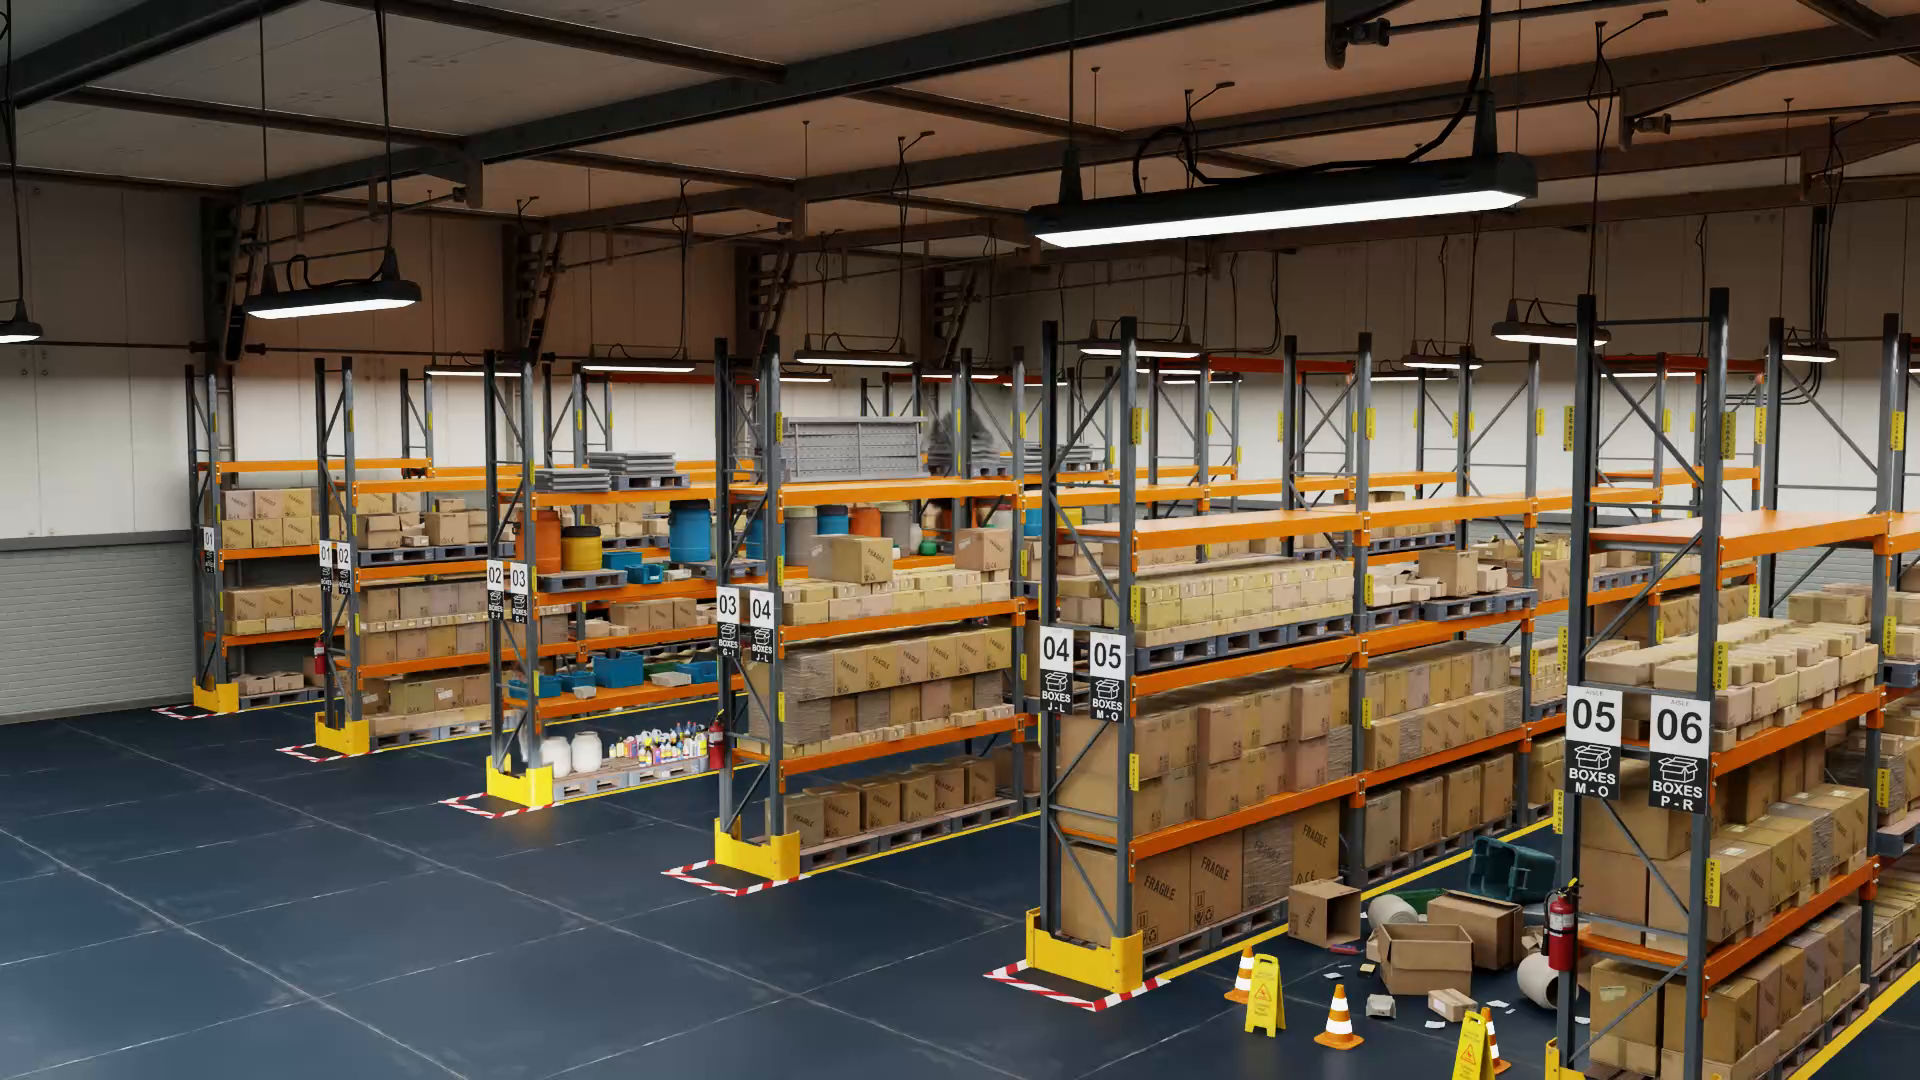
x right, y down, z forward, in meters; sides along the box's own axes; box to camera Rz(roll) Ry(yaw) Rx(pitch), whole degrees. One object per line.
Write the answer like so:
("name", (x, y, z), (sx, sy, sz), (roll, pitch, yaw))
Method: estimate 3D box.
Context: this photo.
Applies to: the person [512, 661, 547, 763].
("person", (-6.384, 2.544, 24.648), (0.566, 1.559, 0.794), (0, 4, -5))
